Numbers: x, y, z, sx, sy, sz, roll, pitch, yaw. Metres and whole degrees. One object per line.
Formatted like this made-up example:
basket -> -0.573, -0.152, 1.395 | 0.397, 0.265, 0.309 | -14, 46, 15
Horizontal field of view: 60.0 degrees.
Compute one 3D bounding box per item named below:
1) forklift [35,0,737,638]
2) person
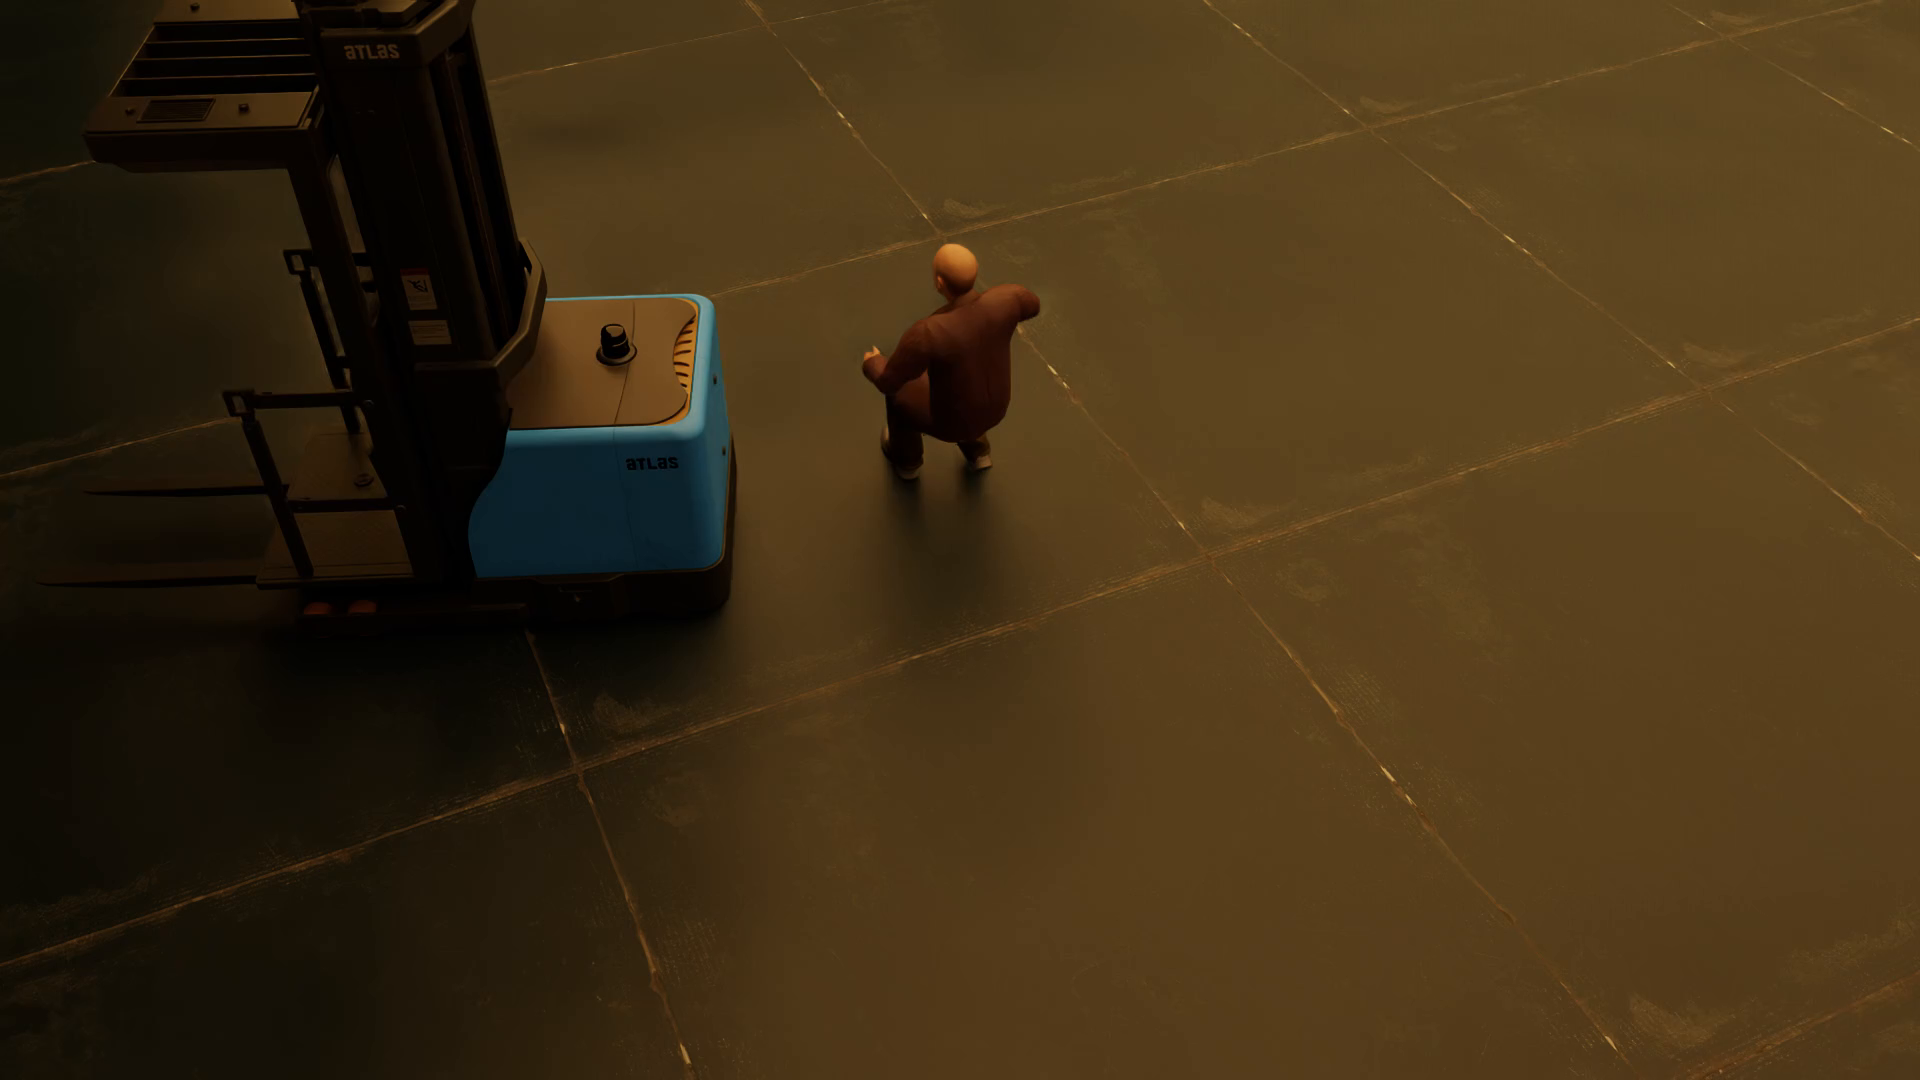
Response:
forklift -> -2.572, -1.011, 6.763 | 3.031, 2.935, 1.130 | -2, 43, -2
person -> -0.153, -0.779, 7.590 | 0.865, 1.564, 0.909 | -31, 51, -29
